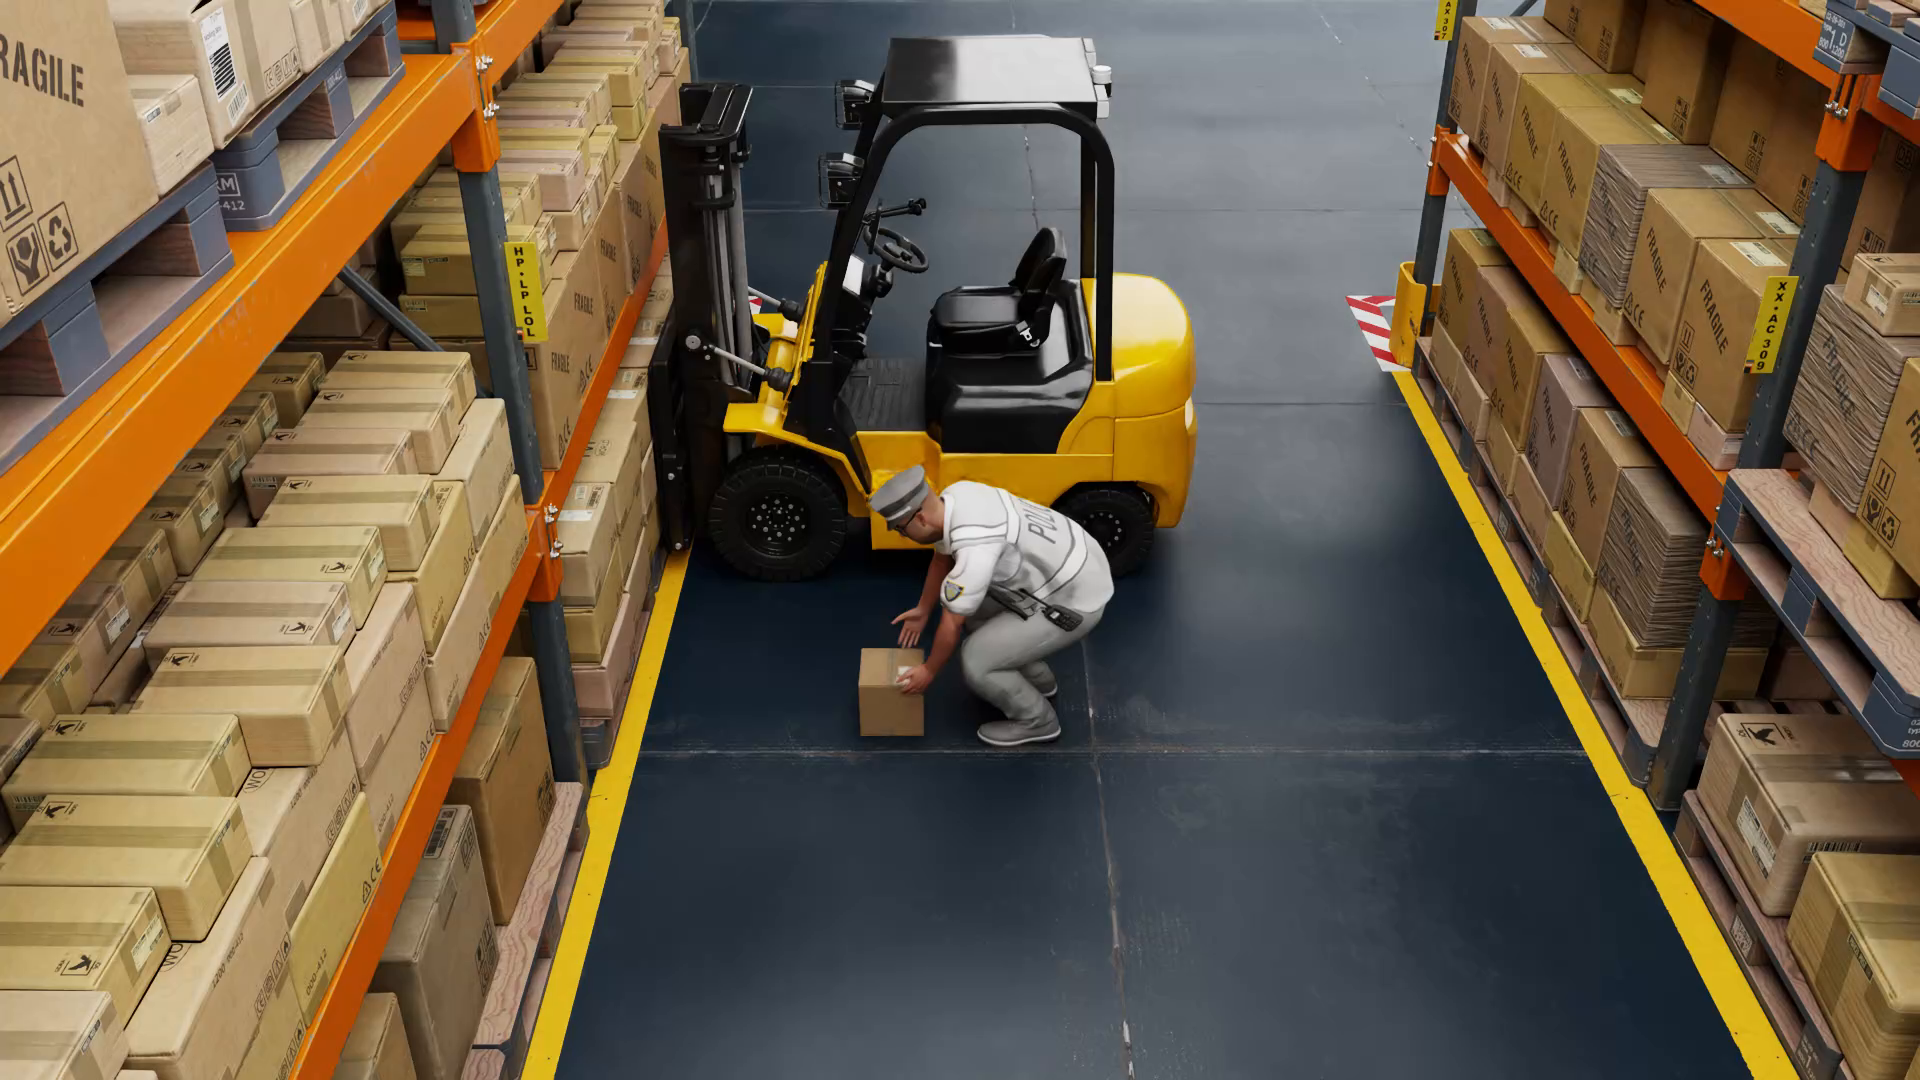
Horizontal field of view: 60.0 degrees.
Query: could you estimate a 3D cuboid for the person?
[{"bbox_3d":[0.122,0.232,6.330,0.916,1.150,0.577,0,31,0],"label":"person"}]
